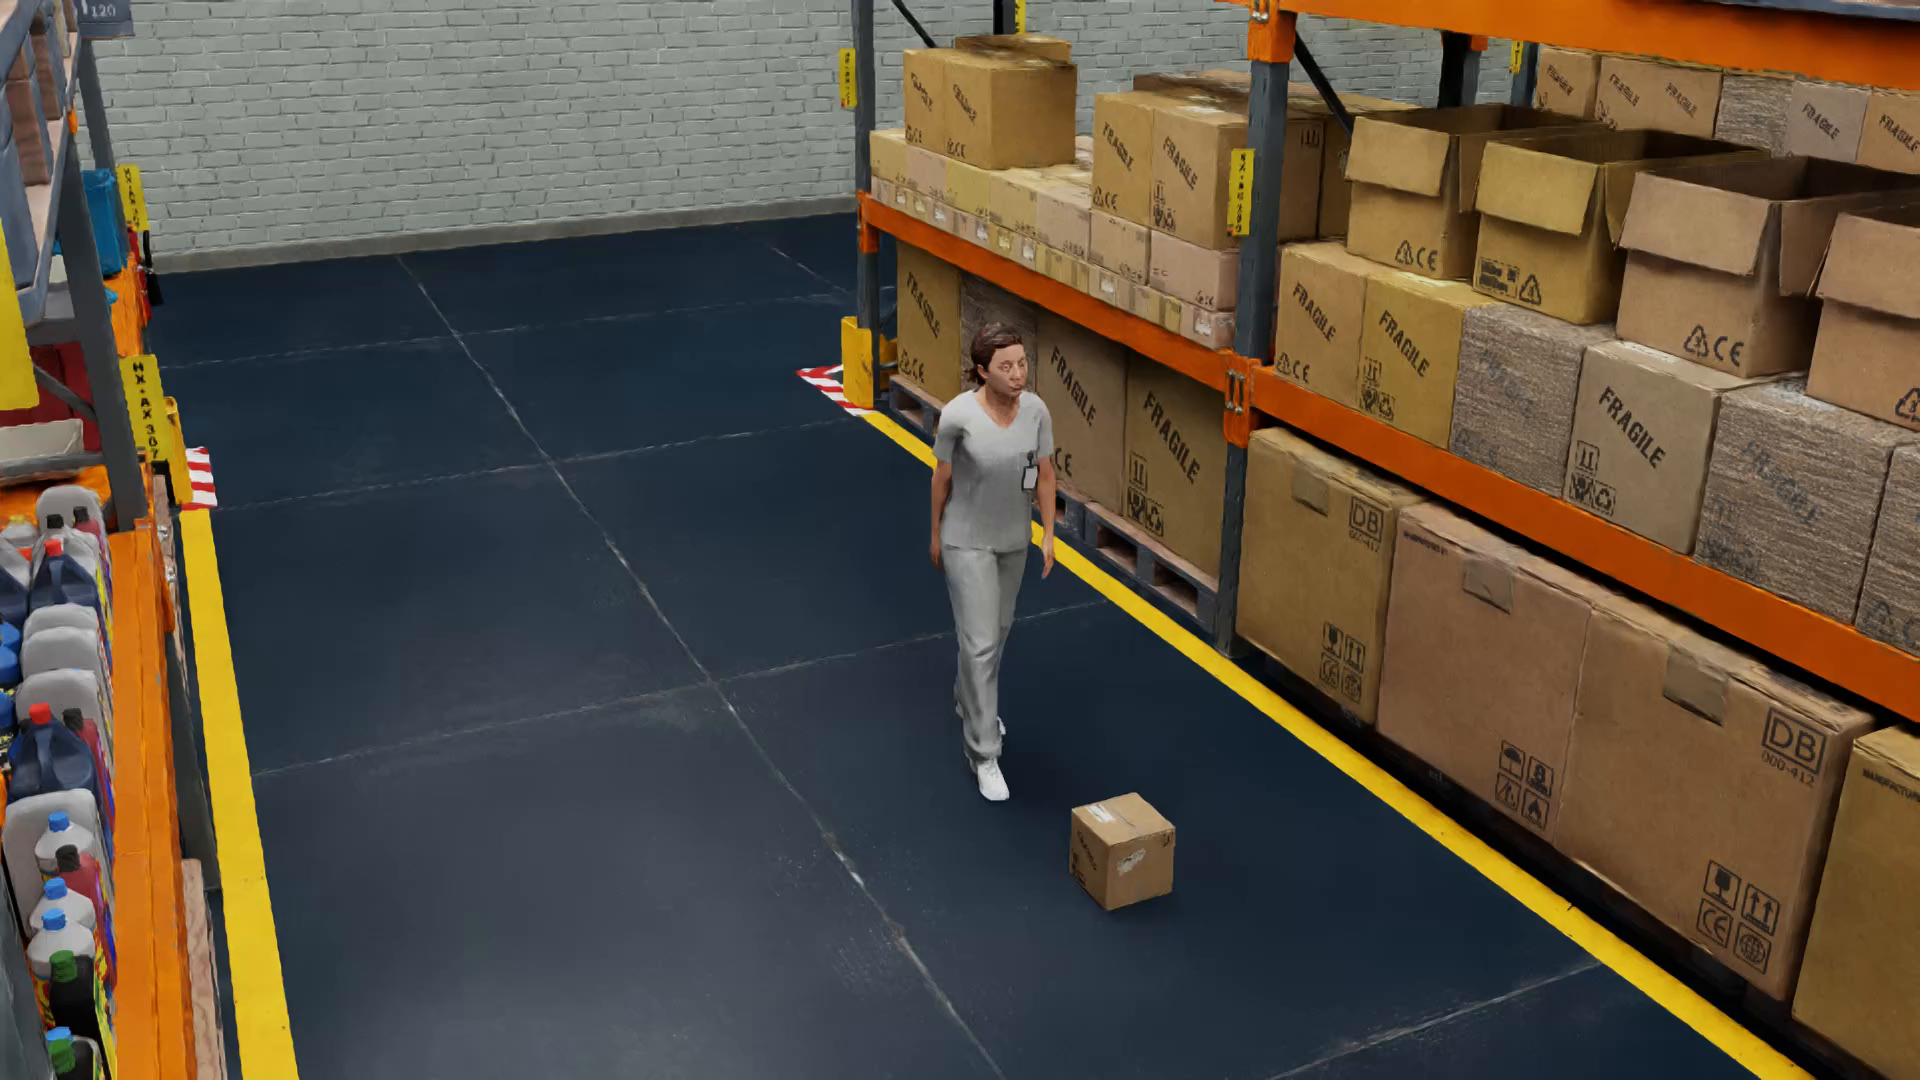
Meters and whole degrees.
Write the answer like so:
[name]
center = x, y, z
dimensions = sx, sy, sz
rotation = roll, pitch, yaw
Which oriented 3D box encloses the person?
[person]
center = 0.156, 0.027, 6.006
dimensions = 0.448, 1.655, 0.707
rotation = -11, 25, -25
